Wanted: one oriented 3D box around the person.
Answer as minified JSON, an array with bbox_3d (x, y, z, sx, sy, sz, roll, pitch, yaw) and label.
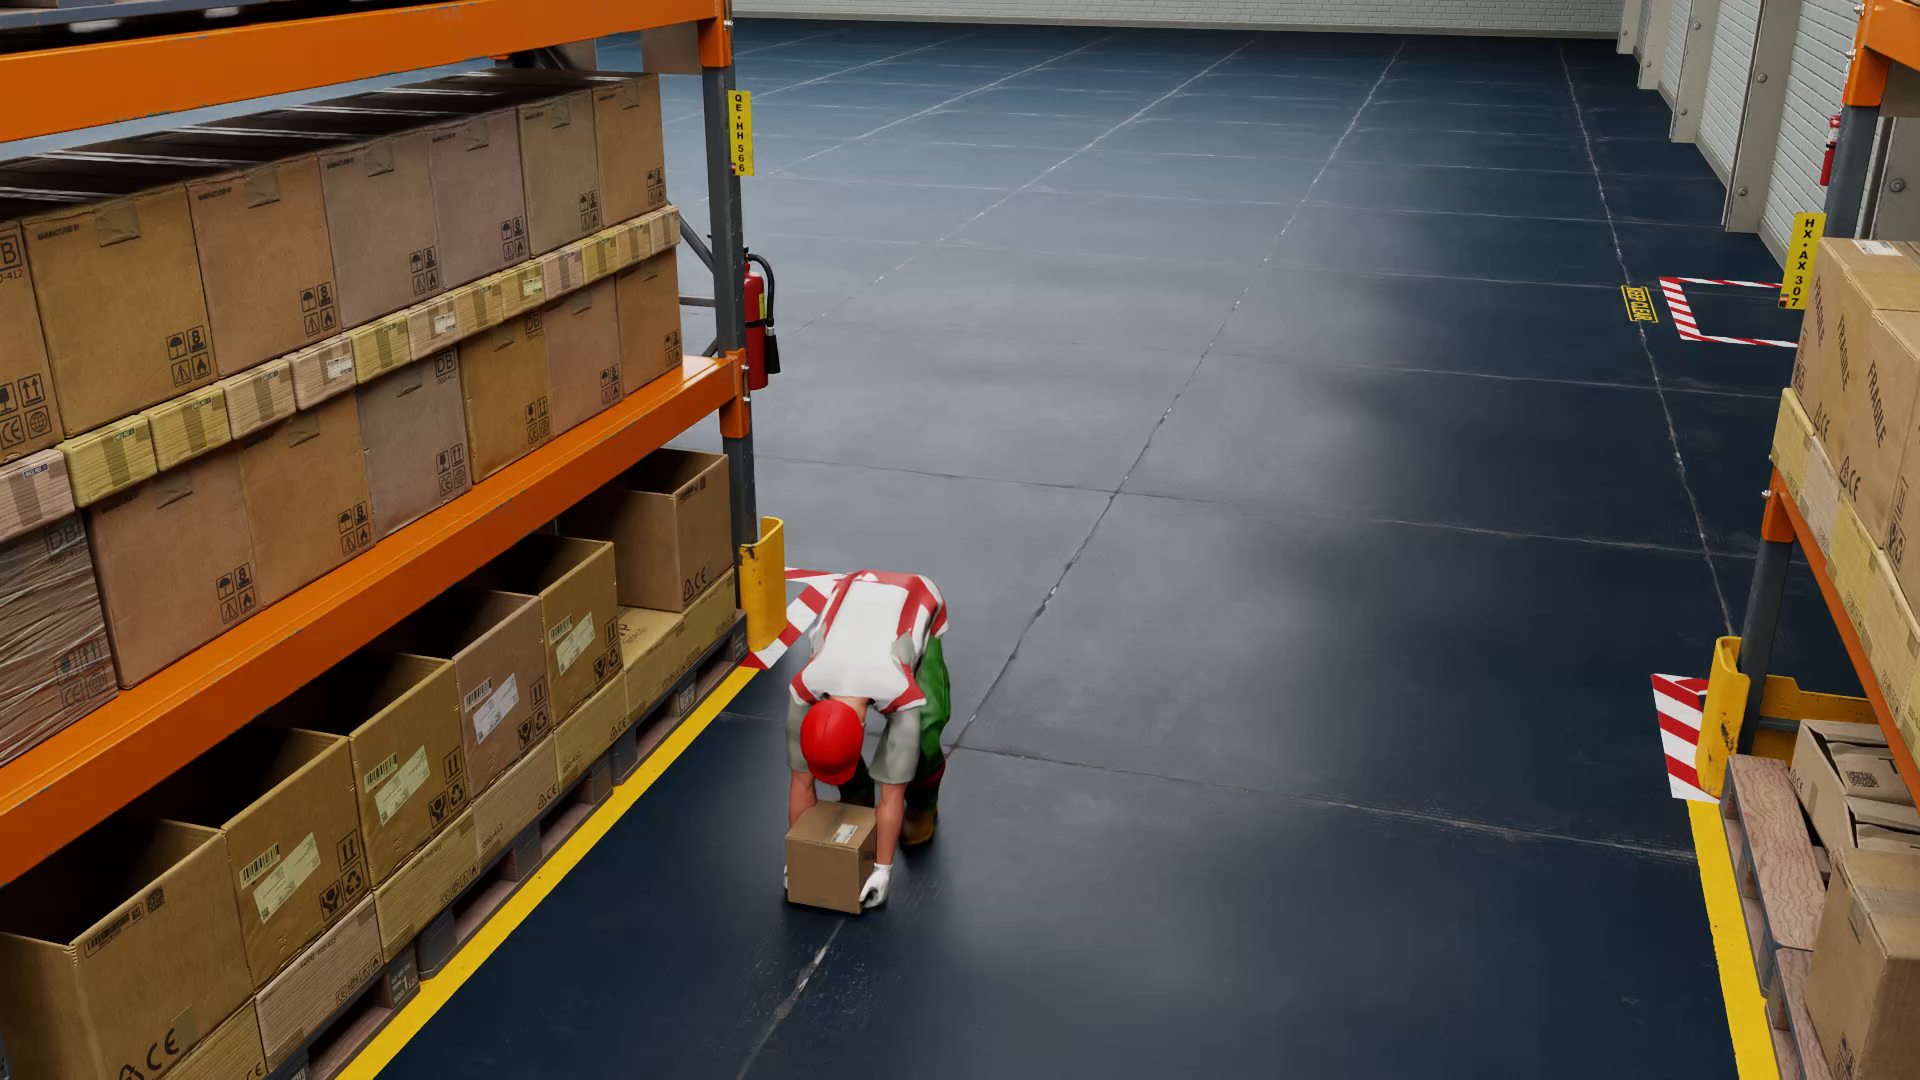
[{"bbox_3d":[-0.311,0.640,5.614,0.535,0.931,0.951,5,22,13],"label":"person"}]
